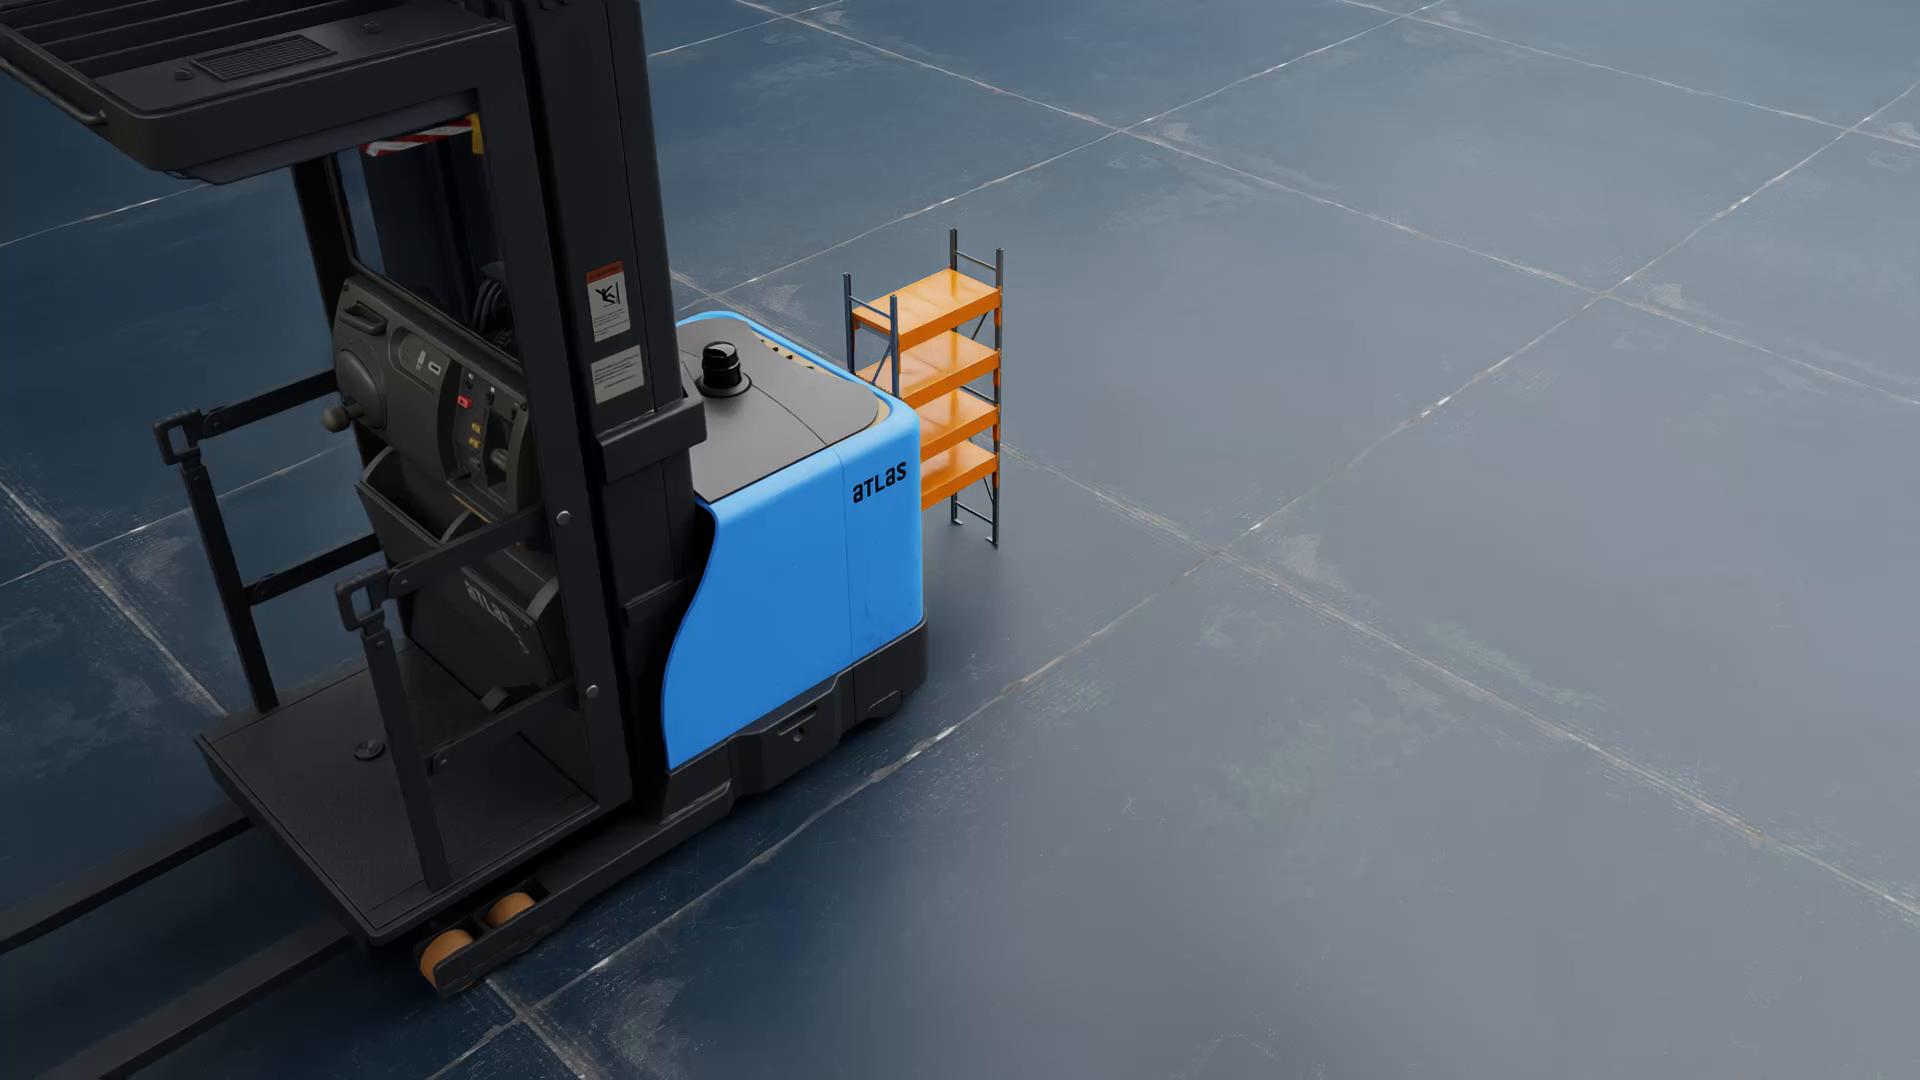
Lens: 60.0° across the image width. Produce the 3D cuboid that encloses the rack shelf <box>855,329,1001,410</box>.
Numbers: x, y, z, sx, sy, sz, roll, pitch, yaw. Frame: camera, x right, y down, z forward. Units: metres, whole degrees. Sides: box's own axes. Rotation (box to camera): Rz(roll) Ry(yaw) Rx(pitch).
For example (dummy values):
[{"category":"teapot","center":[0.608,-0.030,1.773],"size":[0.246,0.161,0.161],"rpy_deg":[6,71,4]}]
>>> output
[{"category":"rack shelf","center":[-0.117,-0.553,5.721],"size":[0.258,0.148,0.480],"rpy_deg":[30,45,35]}]

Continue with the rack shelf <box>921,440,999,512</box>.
[{"category":"rack shelf","center":[-0.117,-0.207,5.963],"size":[0.258,0.148,0.480],"rpy_deg":[30,45,35]}]

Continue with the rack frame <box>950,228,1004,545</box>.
[{"category":"rack frame","center":[0.055,-0.524,5.952],"size":[0.240,1.200,0.015],"rpy_deg":[30,45,35]}]

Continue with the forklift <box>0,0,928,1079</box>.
[{"category":"forklift","center":[-1.511,-0.316,4.141],"size":[3.031,2.935,1.130],"rpy_deg":[-29,44,-35]}]

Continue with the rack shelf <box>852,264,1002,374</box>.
[{"category":"rack shelf","center":[-0.117,-0.747,5.586],"size":[0.258,0.148,0.480],"rpy_deg":[30,45,35]}]

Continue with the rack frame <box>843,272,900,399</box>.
[{"category":"rack frame","center":[-0.289,-0.326,5.668],"size":[0.240,1.200,0.015],"rpy_deg":[30,45,35]}]

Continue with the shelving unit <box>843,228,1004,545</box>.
[{"category":"shelving unit","center":[-0.117,-0.425,5.810],"size":[0.258,1.200,0.503],"rpy_deg":[30,45,35]}]

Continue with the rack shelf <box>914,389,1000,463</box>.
[{"category":"rack shelf","center":[-0.117,-0.370,5.849],"size":[0.258,0.148,0.480],"rpy_deg":[30,45,35]}]
